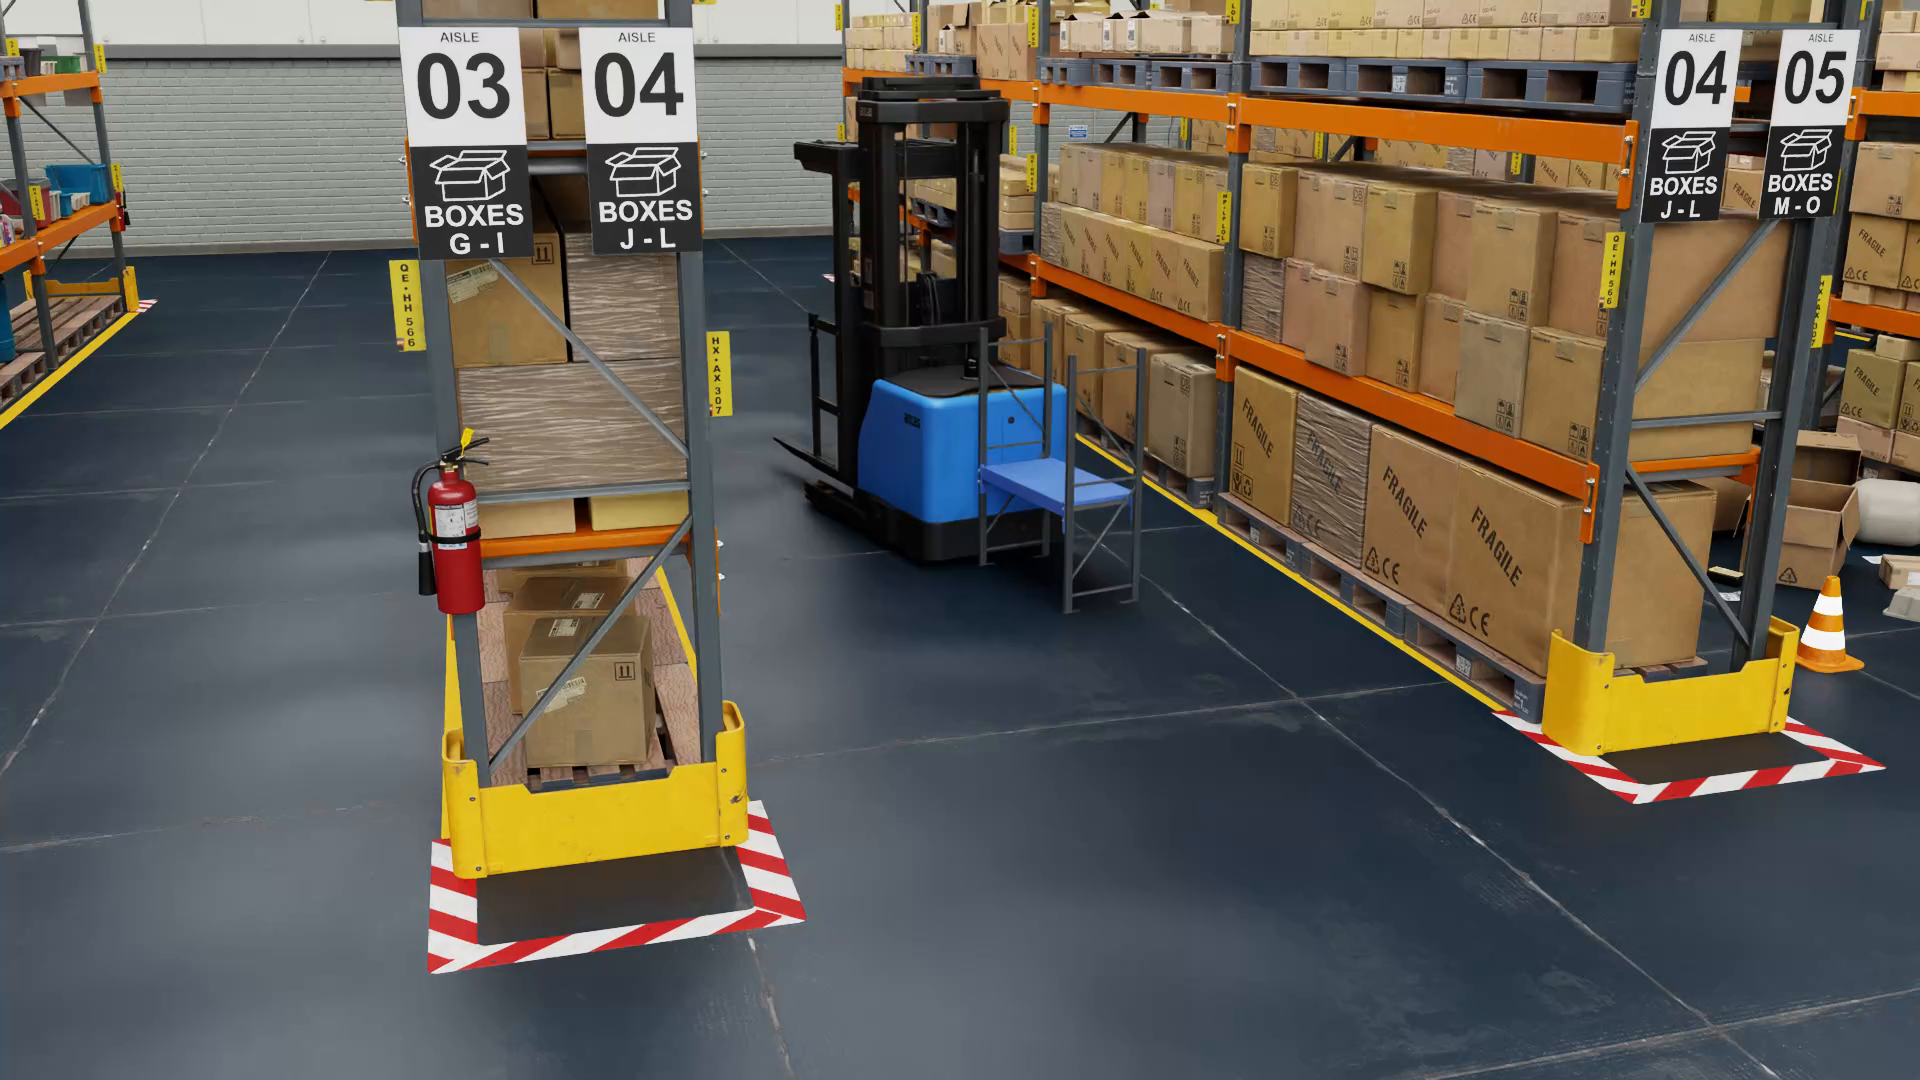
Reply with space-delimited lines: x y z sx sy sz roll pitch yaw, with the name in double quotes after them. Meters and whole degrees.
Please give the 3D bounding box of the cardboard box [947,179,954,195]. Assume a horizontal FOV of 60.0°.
0.085 -3.574 16.824 0.380 0.149 0.250 -5 17 -16 "cardboard box"

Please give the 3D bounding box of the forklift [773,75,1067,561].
-0.440 -1.651 11.353 1.130 2.935 3.031 -9 19 -27 "forklift"

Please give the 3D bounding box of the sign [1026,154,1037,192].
0.633 -3.223 14.592 0.100 0.325 0.005 -5 17 -15 "sign"

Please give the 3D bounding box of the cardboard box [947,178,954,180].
0.076 -3.721 16.798 0.380 0.149 0.250 -4 17 -13 "cardboard box"

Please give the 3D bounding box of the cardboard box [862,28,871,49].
-0.903 -6.142 20.362 0.500 0.250 0.500 -4 17 -15 "cardboard box"

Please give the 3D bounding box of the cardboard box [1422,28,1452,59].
2.585 -2.521 8.449 0.380 0.149 0.250 -5 17 -15 "cardboard box"

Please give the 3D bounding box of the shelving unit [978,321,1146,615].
0.580 -0.457 9.866 0.538 1.500 1.048 -9 19 -27 "shelving unit"

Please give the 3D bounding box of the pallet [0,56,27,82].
-9.196 -4.239 14.966 1.213 0.211 1.003 -5 17 -15 "pallet"

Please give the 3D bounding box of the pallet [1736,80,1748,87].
6.628 -3.877 13.757 1.213 0.211 1.003 -5 17 -15 "pallet"

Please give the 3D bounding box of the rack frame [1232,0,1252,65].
2.252 -4.518 10.352 1.000 3.000 0.127 -5 17 -15 "rack frame"

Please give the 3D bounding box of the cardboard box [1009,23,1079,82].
0.751 -4.374 14.912 0.500 0.500 0.500 -5 17 -15 "cardboard box"

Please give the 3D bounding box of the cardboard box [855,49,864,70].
-1.028 -6.039 20.889 0.500 0.250 0.500 -4 17 -13 "cardboard box"

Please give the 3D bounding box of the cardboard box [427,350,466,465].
-1.823 -0.648 7.205 0.875 0.500 0.500 -5 17 -15 "cardboard box"

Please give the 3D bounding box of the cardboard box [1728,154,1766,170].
6.438 -3.066 13.397 0.380 0.149 0.250 -5 17 -17 "cardboard box"

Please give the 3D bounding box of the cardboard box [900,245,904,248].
-0.876 -3.627 21.005 0.380 0.149 0.250 -4 17 -13 "cardboard box"

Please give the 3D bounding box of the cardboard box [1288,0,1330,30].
2.257 -3.105 9.700 0.500 0.250 0.500 -5 17 -16 "cardboard box"

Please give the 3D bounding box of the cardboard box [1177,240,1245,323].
1.851 -1.816 11.611 0.500 0.500 0.500 -5 17 -16 "cardboard box"

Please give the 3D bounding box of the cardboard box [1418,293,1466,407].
3.000 -1.025 8.889 0.875 0.550 0.550 -5 17 -15 "cardboard box"

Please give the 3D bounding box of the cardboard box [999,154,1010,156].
0.351 -4.128 18.154 0.380 0.149 0.250 -4 17 -13 "cardboard box"

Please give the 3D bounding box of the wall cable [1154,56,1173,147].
3.474 -7.544 29.085 0.588 1.984 0.122 -5 17 -15 "wall cable"

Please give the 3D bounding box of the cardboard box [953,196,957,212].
0.150 -3.363 16.640 0.380 0.149 0.250 -6 18 -18 "cardboard box"

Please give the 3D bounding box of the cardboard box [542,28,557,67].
-1.465 -1.964 6.631 0.380 0.149 0.250 -5 17 -16 "cardboard box"

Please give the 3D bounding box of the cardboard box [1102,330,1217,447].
1.733 -1.201 12.916 1.050 0.750 0.750 -5 17 -15 "cardboard box"

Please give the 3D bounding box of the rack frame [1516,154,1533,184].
5.884 -3.171 16.295 1.000 3.000 0.127 -5 17 -15 "rack frame"

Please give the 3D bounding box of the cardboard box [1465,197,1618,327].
3.047 -1.378 8.189 0.875 0.550 0.550 -5 17 -15 "cardboard box"

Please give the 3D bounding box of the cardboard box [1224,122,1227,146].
3.841 -5.471 22.040 0.500 0.500 0.500 -5 17 -16 "cardboard box"

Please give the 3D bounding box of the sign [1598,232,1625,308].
2.826 -1.168 7.201 0.100 0.325 0.005 -5 17 -15 "sign"

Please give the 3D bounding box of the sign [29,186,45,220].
-8.976 -3.278 16.169 0.100 0.325 0.005 -5 17 -15 "sign"

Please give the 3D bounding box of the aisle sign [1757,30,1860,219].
3.659 -1.788 7.172 0.394 0.787 0.004 -5 17 -15 "aisle sign"

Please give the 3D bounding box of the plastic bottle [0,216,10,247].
-8.979 -2.903 15.604 0.061 0.283 0.133 -5 17 -15 "plastic bottle"

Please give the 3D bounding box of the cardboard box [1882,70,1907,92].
6.832 -3.274 11.860 0.380 0.149 0.250 -5 17 -16 "cardboard box"

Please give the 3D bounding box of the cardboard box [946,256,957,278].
0.151 -2.849 17.534 0.500 0.250 0.500 -4 17 -14 "cardboard box"

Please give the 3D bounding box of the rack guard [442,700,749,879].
-1.467 1.001 6.749 1.175 0.500 0.348 -5 17 -15 "rack guard"

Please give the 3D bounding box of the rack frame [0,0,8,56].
-9.506 -5.976 15.203 1.000 3.000 0.127 -5 17 -15 "rack frame"

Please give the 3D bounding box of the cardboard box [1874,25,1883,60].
6.684 -3.781 12.641 0.500 0.250 0.500 -5 17 -16 "cardboard box"

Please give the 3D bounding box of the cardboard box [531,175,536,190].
-2.157 -1.848 9.460 0.500 0.500 0.500 -5 17 -15 "cardboard box"

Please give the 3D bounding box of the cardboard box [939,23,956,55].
0.093 -5.193 17.237 0.500 0.311 0.500 -5 17 -16 "cardboard box"

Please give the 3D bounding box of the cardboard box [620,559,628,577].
-2.063 0.152 8.847 0.500 0.500 0.500 -6 18 -20 "cardboard box"

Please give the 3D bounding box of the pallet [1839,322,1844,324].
10.155 -2.775 19.824 1.003 0.211 1.213 -5 17 -15 "pallet"

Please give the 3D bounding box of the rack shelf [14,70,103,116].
-10.055 -4.748 17.580 1.077 0.370 4.000 -5 17 -15 "rack shelf"

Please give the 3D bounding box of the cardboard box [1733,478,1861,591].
5.166 -0.048 10.238 0.637 0.503 0.797 11 20 32 "cardboard box"

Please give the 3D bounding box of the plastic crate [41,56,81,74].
-10.059 -5.294 18.515 0.450 0.188 0.336 -5 17 -15 "plastic crate"

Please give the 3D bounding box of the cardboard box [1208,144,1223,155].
3.707 -5.139 22.671 0.500 0.500 0.500 -5 17 -16 "cardboard box"

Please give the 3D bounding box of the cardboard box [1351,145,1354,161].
4.796 -4.521 18.878 0.500 0.500 0.500 -5 17 -16 "cardboard box"

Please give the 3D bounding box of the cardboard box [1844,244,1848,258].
7.135 -2.323 13.179 0.380 0.149 0.250 -4 17 -14 "cardboard box"

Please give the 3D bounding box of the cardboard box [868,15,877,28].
-0.899 -6.289 20.158 0.380 0.149 0.250 -4 17 -14 "cardboard box"

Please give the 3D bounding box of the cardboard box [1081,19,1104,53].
1.278 -4.009 13.228 0.500 0.250 0.500 -4 17 -14 "cardboard box"

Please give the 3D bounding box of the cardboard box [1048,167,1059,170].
0.924 -3.551 16.232 0.380 0.149 0.250 -4 17 -13 "cardboard box"

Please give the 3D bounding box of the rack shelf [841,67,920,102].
-0.496 -5.503 20.096 1.077 0.370 4.000 -5 17 -15 "rack shelf"

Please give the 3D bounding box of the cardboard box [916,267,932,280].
-0.295 -3.057 19.105 0.380 0.149 0.250 -4 17 -14 "cardboard box"

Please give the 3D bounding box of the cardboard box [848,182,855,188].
-1.272 -4.729 21.917 0.380 0.149 0.250 -5 17 -16 "cardboard box"

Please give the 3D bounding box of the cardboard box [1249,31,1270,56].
2.025 -3.083 10.320 0.380 0.149 0.250 -5 17 -16 "cardboard box"

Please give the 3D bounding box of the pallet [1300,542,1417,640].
2.725 0.245 9.770 1.003 0.211 1.213 -5 17 -15 "pallet"

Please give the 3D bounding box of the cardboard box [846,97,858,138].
-1.178 -5.489 21.581 0.500 0.500 0.500 -5 17 -16 "cardboard box"

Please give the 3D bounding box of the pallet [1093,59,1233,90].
1.691 -3.615 12.886 1.003 0.211 1.213 -4 17 -13 "pallet"

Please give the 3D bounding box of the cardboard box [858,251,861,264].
-1.128 -3.697 21.755 0.380 0.149 0.250 -5 17 -16 "cardboard box"
